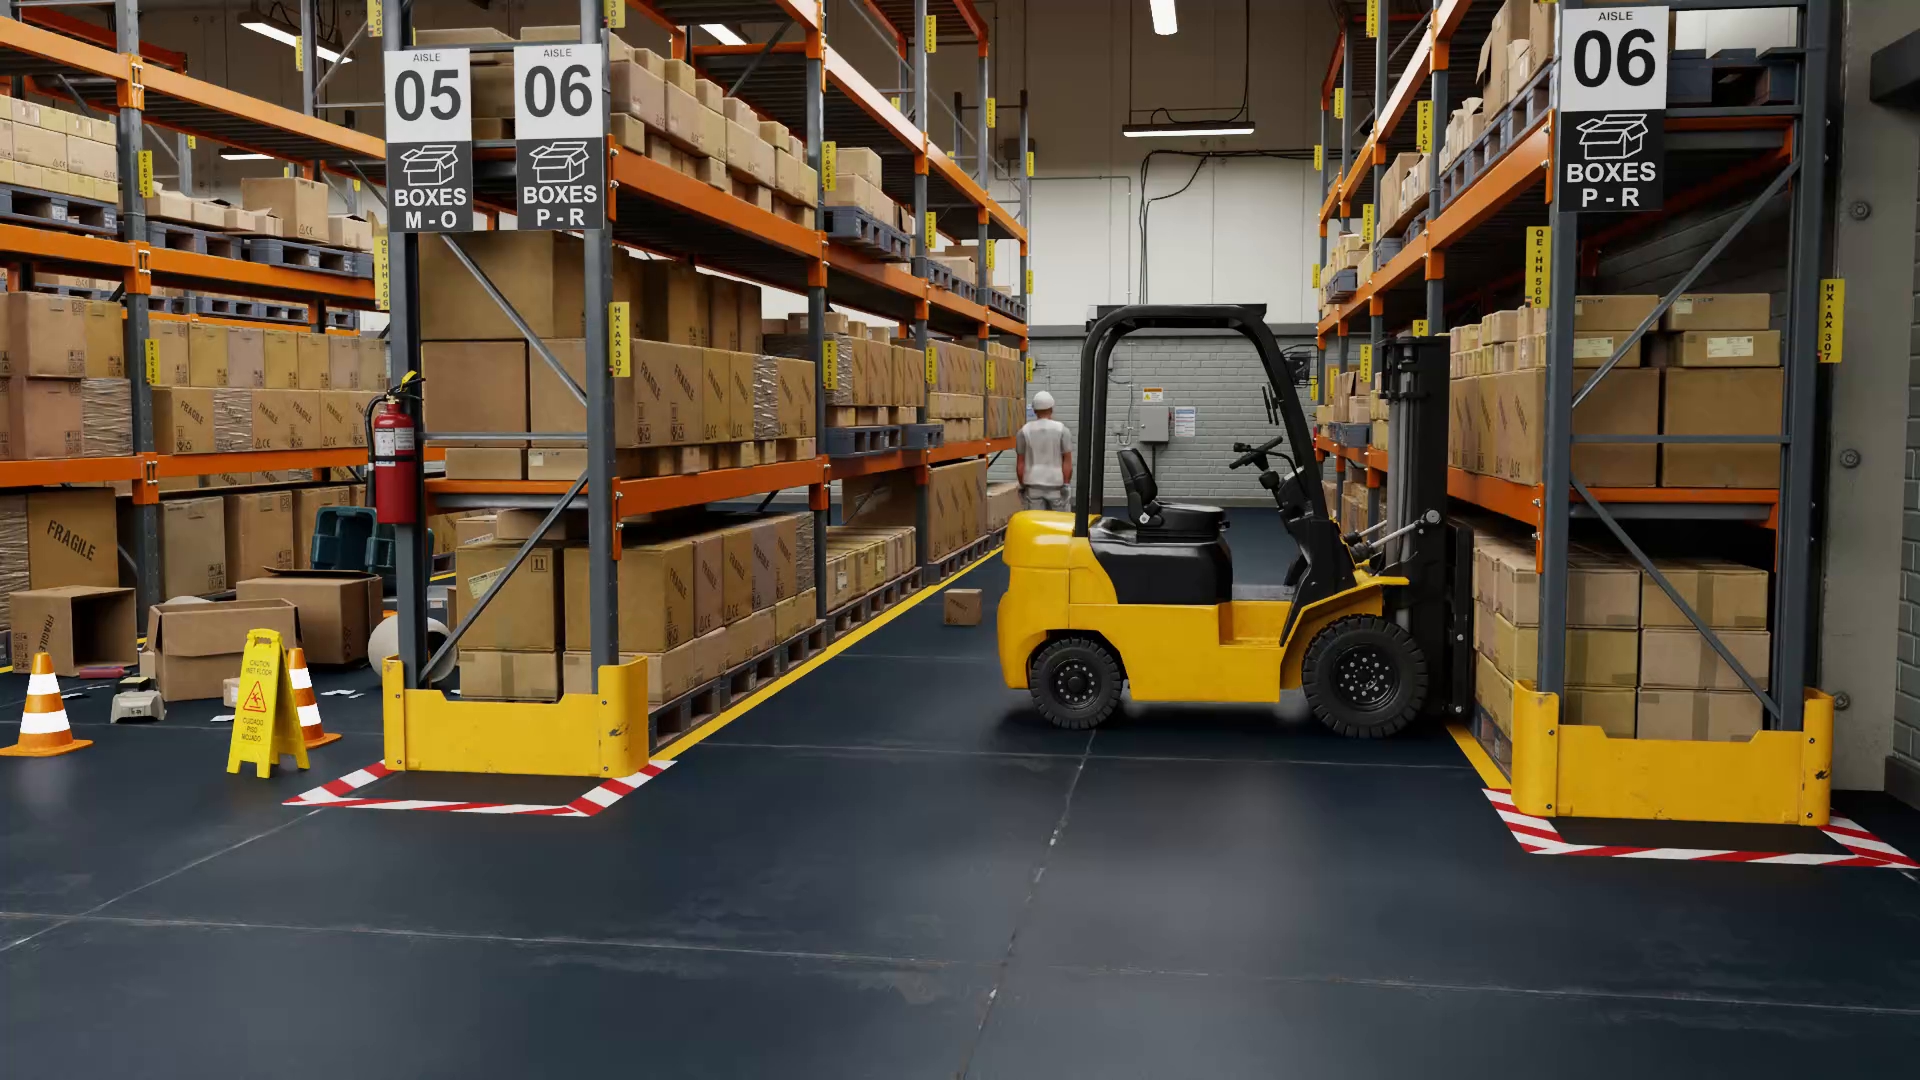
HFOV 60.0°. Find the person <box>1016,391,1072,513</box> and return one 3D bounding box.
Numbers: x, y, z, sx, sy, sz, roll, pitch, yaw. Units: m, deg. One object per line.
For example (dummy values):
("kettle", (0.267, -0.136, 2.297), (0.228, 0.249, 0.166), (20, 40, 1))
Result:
("person", (0.785, -0.480, 15.464), (0.525, 1.806, 0.448), (0, 4, 6))
